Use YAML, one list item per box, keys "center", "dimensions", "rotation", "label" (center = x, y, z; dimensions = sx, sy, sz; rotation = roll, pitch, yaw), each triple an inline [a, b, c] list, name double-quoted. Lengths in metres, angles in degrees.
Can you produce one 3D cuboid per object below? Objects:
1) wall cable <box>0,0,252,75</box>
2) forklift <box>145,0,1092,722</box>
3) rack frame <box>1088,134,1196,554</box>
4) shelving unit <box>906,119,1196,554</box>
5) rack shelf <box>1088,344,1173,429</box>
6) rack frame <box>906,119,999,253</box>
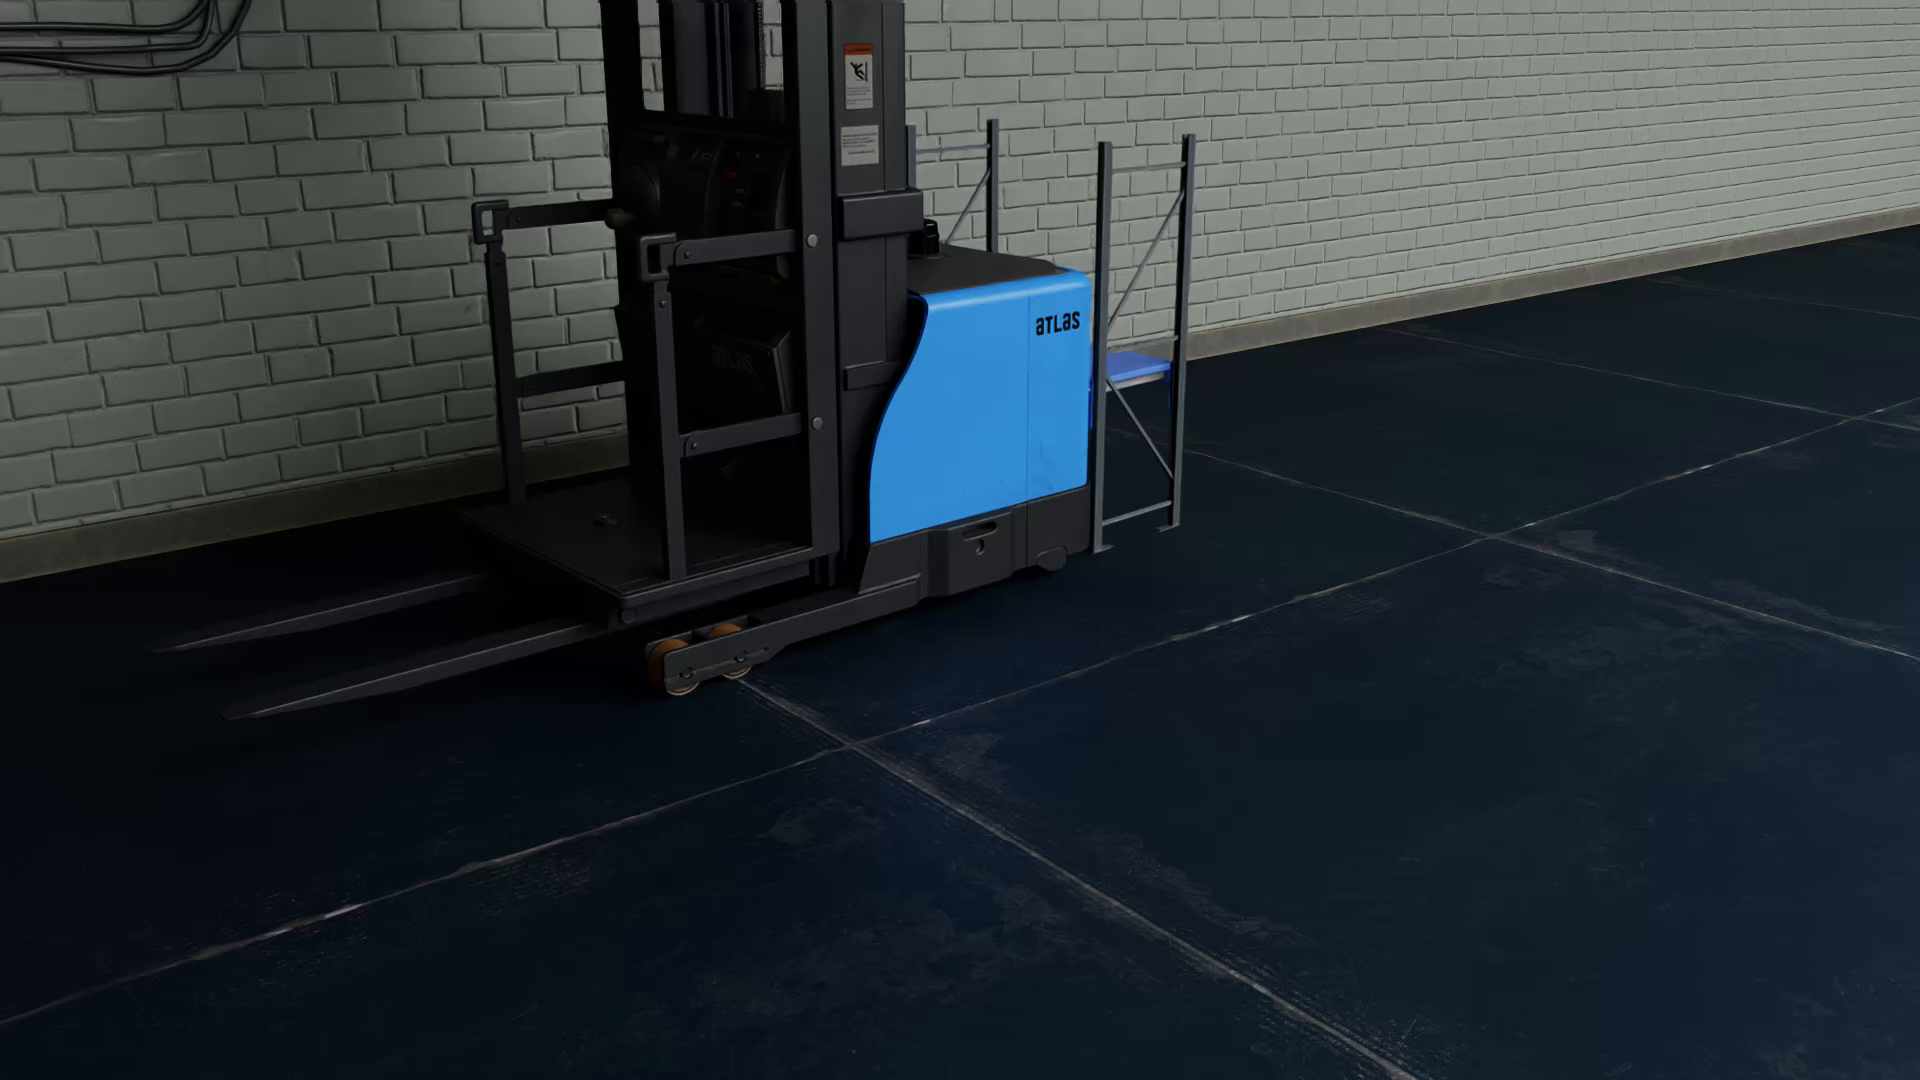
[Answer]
- center: [-3.695, -2.561, 4.721]
  dimensions: [3.097, 2.526, 0.112]
  rotation: [-14, 23, -36]
  label: "wall cable"
- center: [-0.966, -1.112, 5.057]
  dimensions: [3.031, 2.935, 1.130]
  rotation: [-15, 24, -39]
  label: "forklift"
- center: [0.669, -0.716, 6.139]
  dimensions: [0.500, 1.500, 0.032]
  rotation: [-17, 25, -41]
  label: "rack frame"
- center: [0.319, -0.832, 6.489]
  dimensions: [0.538, 1.500, 1.048]
  rotation: [-17, 25, -41]
  label: "shelving unit"
- center: [0.319, -0.661, 6.545]
  dimensions: [0.538, 0.185, 1.000]
  rotation: [-17, 25, -41]
  label: "rack shelf"
- center: [-0.031, -0.948, 6.839]
  dimensions: [0.500, 1.500, 0.032]
  rotation: [-17, 25, -41]
  label: "rack frame"
